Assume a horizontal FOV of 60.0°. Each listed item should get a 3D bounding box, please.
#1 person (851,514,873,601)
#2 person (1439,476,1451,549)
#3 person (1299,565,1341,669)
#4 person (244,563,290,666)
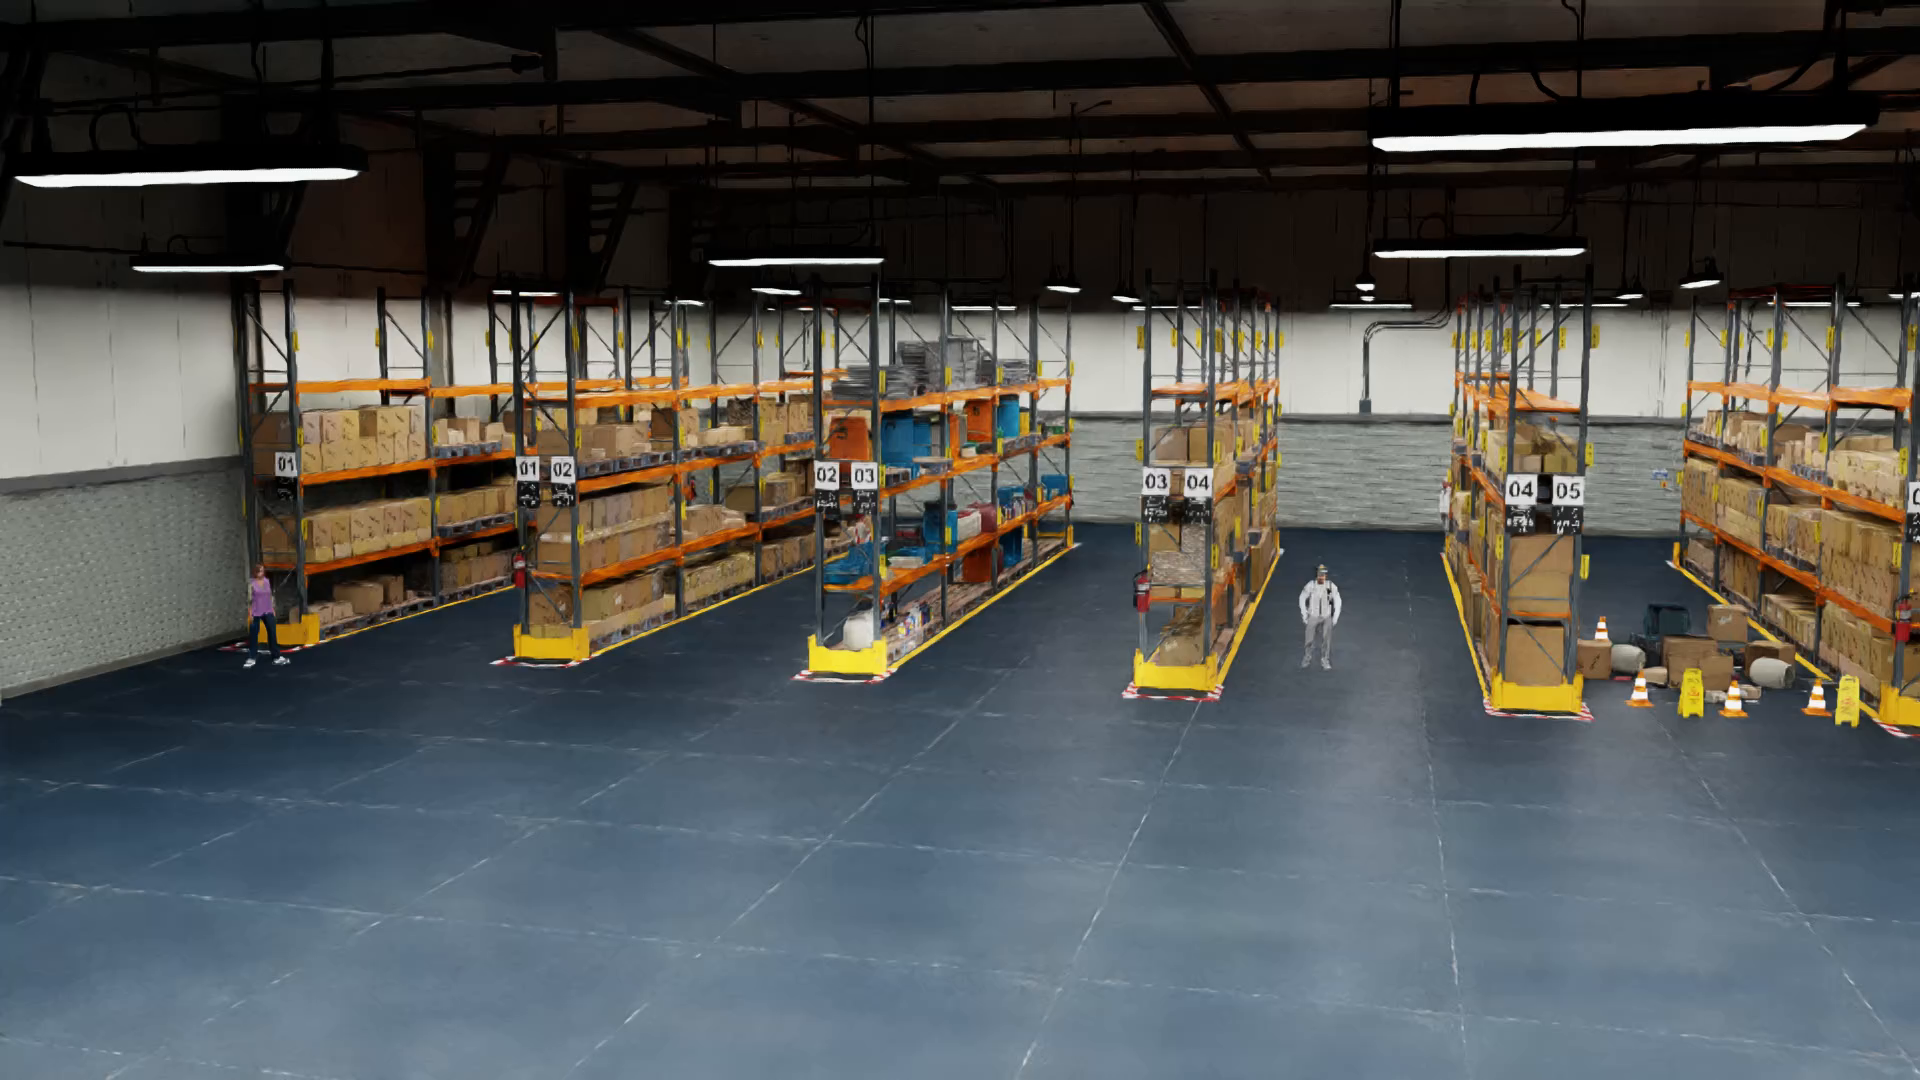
[{"bbox_3d":[-1.888,0.268,31.881,0.443,1.732,0.594,-2,7,-16],"label":"person"},{"bbox_3d":[11.687,-0.649,39.749,0.387,1.767,0.637,-2,7,-17],"label":"person"},{"bbox_3d":[5.489,1.167,25.381,0.639,1.628,0.506,1,7,11],"label":"person"},{"bbox_3d":[-10.732,1.140,25.598,0.462,1.587,0.600,6,9,41],"label":"person"}]
